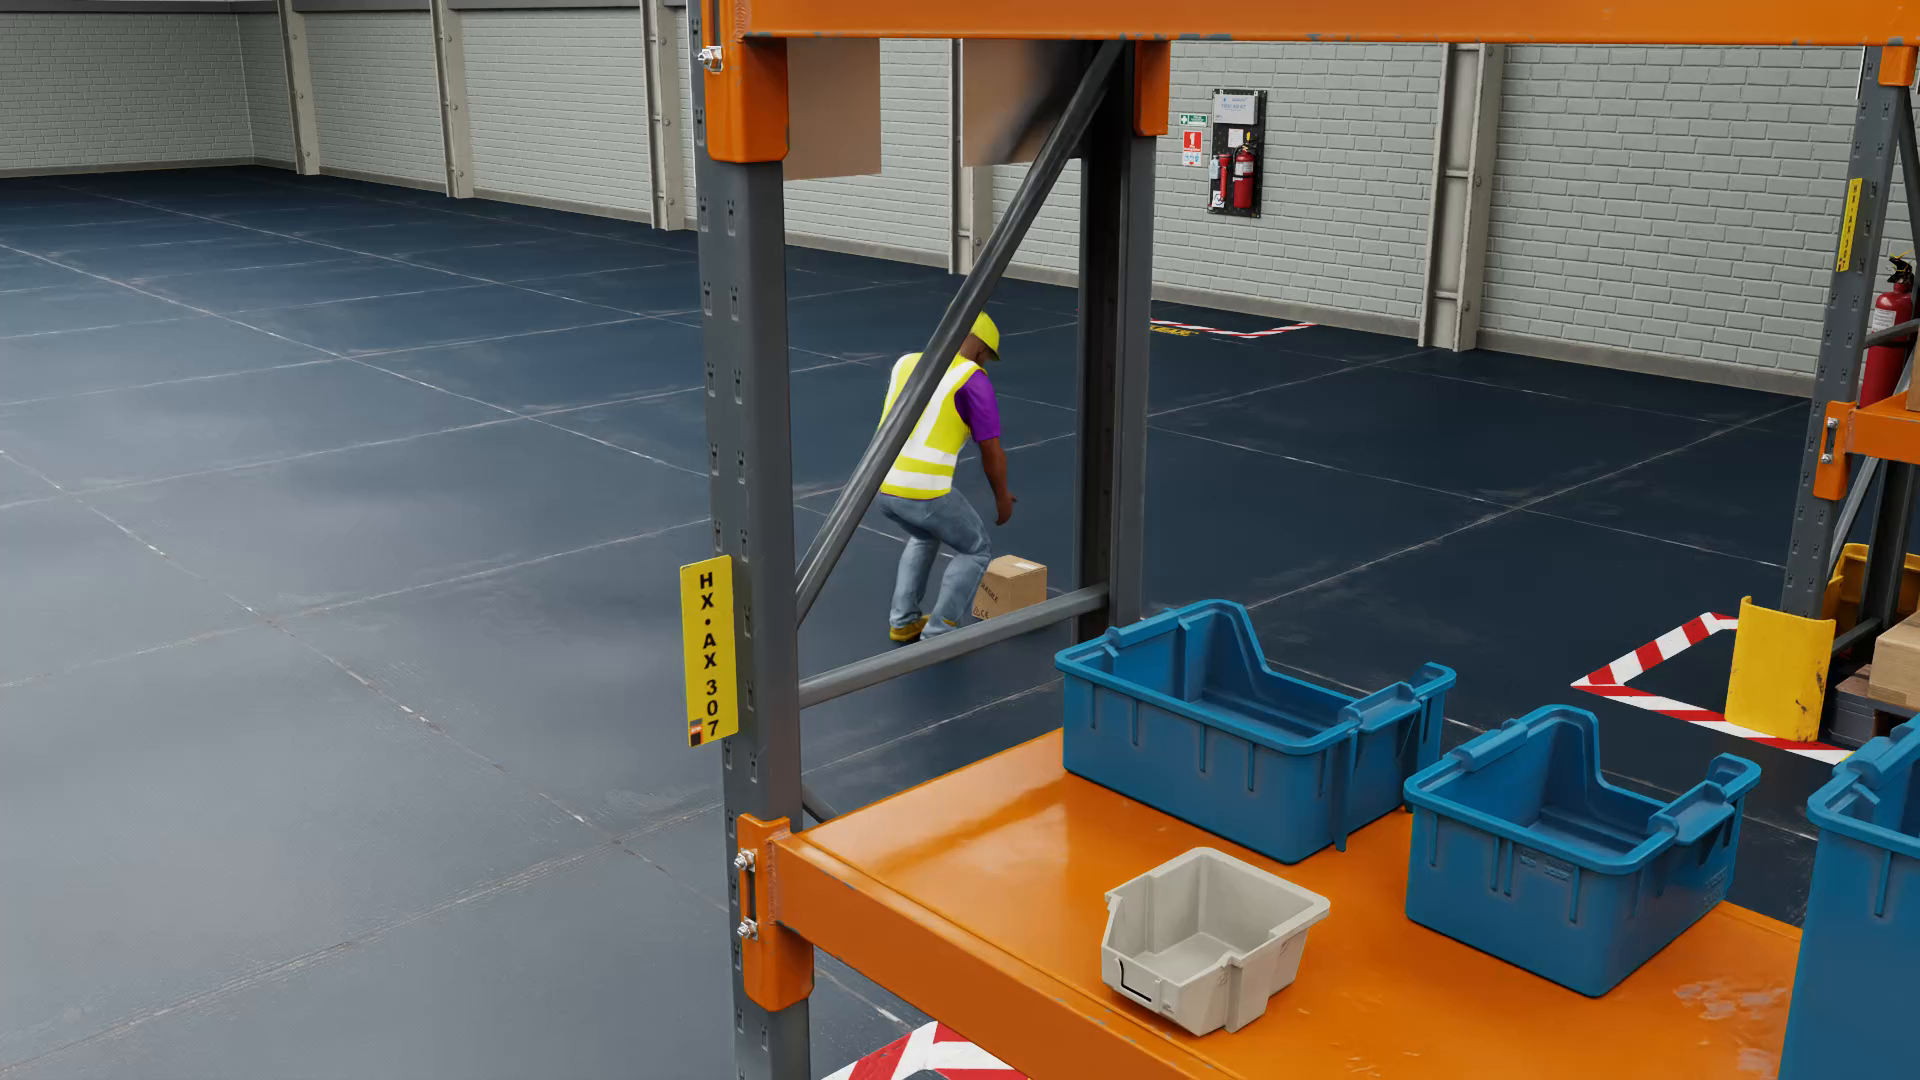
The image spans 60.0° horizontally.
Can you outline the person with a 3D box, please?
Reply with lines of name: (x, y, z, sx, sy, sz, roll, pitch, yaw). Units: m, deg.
person: (-0.106, -0.261, 7.367, 0.728, 1.461, 0.630, -15, 23, -41)
